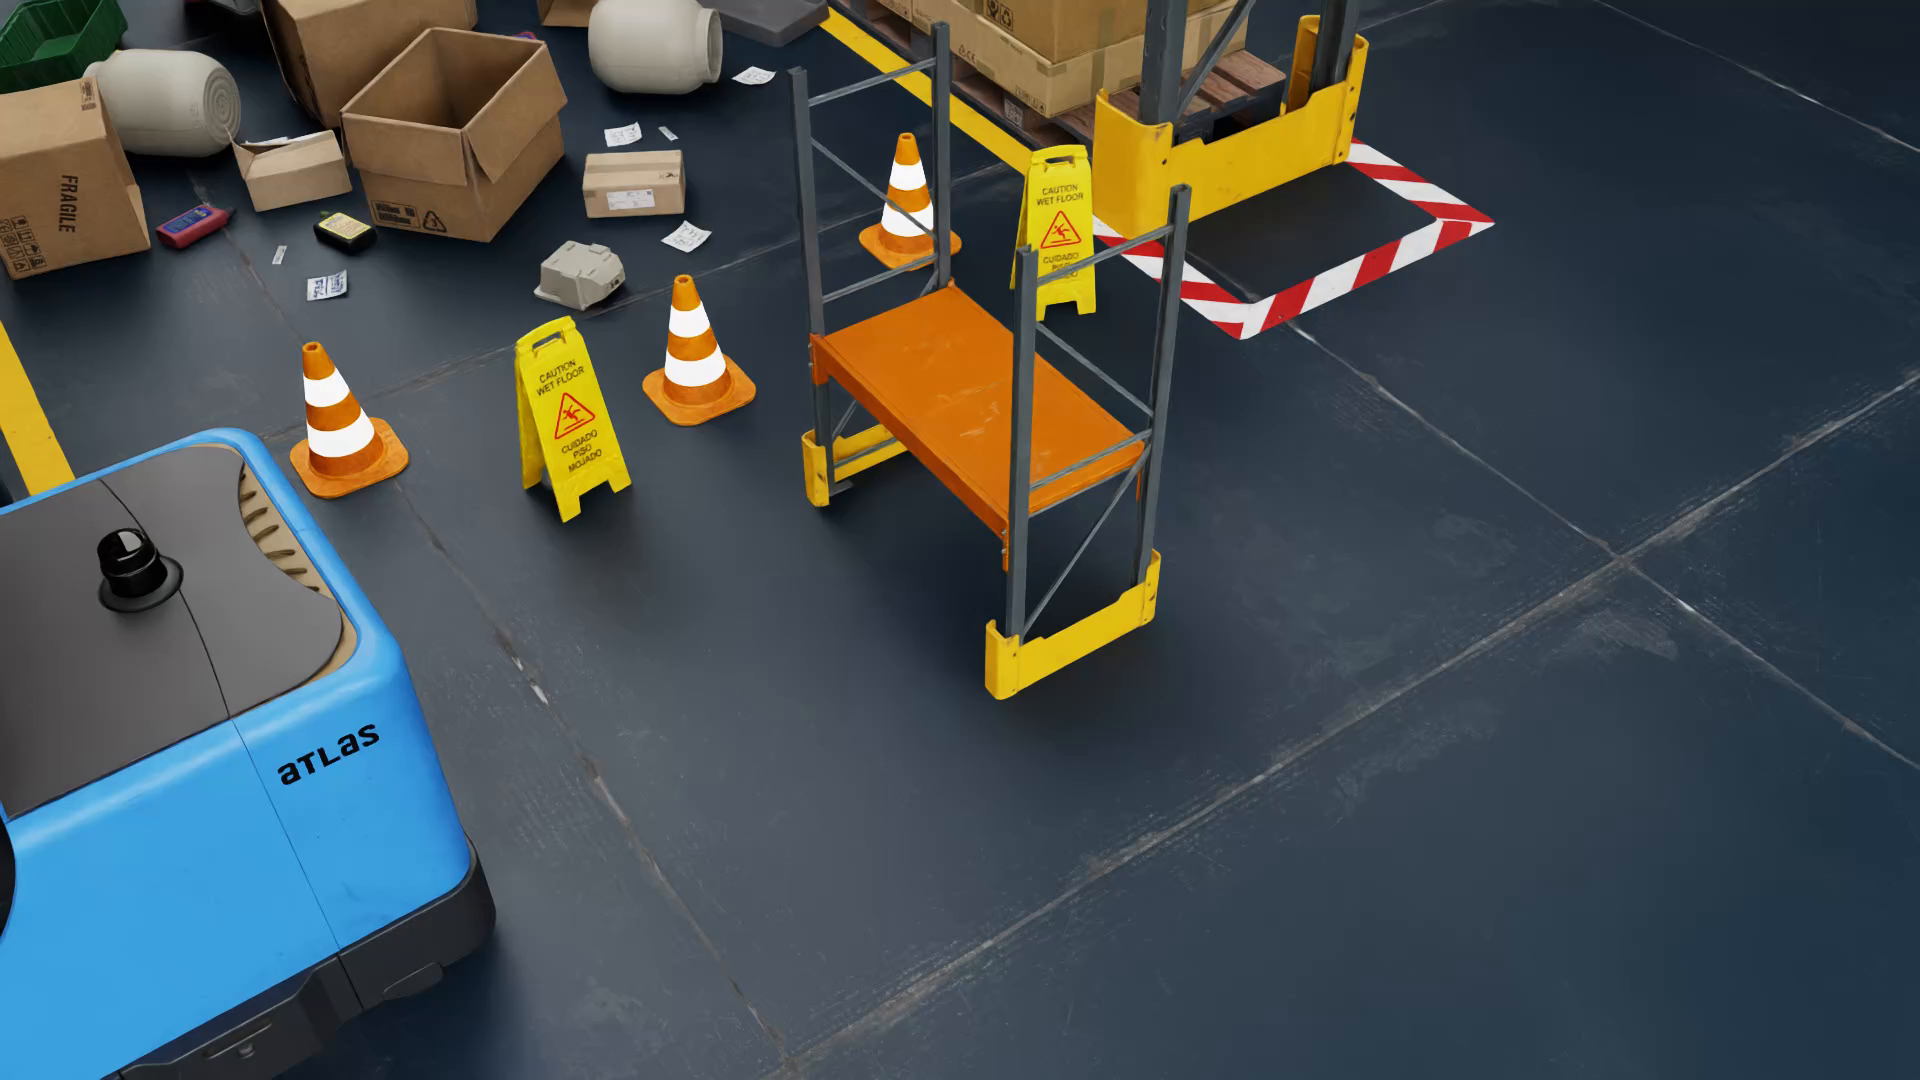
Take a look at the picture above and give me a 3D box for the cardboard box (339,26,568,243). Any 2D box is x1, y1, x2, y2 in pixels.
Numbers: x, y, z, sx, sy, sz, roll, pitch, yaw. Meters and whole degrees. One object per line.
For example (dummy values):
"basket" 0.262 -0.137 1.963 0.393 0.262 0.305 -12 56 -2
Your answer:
"cardboard box" -1.970 -1.599 6.560 0.637 0.503 0.797 11 45 11

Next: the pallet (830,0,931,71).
"pallet" -0.062 -2.706 7.931 1.003 0.211 1.213 -26 49 -24

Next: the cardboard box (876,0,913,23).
"cardboard box" -0.166 -2.606 7.495 0.500 0.250 0.500 -27 50 -26

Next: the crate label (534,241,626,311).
"crate label" -1.409 -0.995 6.193 0.298 0.136 0.250 18 47 18

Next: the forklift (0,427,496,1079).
"forklift" -2.645 0.293 2.821 3.031 2.935 1.130 -27 50 -26

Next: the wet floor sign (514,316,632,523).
"wet floor sign" -1.250 -0.408 5.211 0.267 0.644 0.232 -35 53 -31

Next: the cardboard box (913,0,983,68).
"cardboard box" 0.138 -2.312 7.187 0.500 0.250 0.500 -26 49 -24

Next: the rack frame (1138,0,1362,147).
"rack frame" 1.111 -2.507 5.704 1.000 3.000 0.127 -26 49 -24

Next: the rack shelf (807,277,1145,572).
"rack shelf" 0.049 -0.364 4.806 0.538 0.185 1.000 -26 49 -24

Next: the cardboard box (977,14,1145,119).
"cardboard box" 0.414 -2.029 6.891 0.500 0.250 0.500 -26 49 -25

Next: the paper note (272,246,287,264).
"paper note" -2.615 -1.096 6.390 0.032 0.001 0.123 -3 44 -4

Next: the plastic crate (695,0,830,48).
"plastic crate" -0.951 -2.503 7.814 0.583 0.080 0.402 26 49 25

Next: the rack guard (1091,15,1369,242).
"rack guard" 1.068 -1.646 6.612 1.175 0.500 0.348 -26 49 -24

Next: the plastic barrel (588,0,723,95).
"plastic barrel" -1.312 -2.147 7.192 0.512 0.421 0.421 4 44 4

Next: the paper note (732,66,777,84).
"paper note" -0.912 -2.067 7.393 0.148 0.019 0.142 26 49 25

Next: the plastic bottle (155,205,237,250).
"plastic bottle" -2.982 -1.239 6.504 0.133 0.061 0.283 26 49 25

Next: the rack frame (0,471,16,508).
"rack frame" -2.891 -0.494 3.595 1.000 3.000 0.127 -26 49 -24

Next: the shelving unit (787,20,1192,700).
"shelving unit" 0.044 -0.499 4.687 0.587 1.500 1.083 -26 49 -24

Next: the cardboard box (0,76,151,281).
"cardboard box" -3.449 -1.383 6.334 0.500 0.500 0.500 -18 46 -18

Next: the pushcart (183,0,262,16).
"pushcart" -3.019 -2.895 8.009 0.936 0.377 1.648 26 49 25

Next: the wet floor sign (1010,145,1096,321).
"wet floor sign" 0.342 -1.125 5.961 0.267 0.644 0.232 -10 45 -11

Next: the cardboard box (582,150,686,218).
"cardboard box" -1.295 -1.420 6.629 0.380 0.149 0.250 -3 44 -4

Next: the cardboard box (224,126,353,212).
"cardboard box" -2.685 -1.525 6.655 0.396 0.266 0.258 -18 46 -18

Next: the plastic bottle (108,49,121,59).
"plastic bottle" -3.783 -2.137 7.444 0.283 0.061 0.133 18 47 18

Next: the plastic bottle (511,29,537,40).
"plastic bottle" -1.977 -2.238 7.550 0.133 0.061 0.283 -18 46 -18

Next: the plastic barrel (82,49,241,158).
"plastic barrel" -3.272 -1.791 6.820 0.512 0.421 0.421 4 44 4

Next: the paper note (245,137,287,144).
"paper note" -2.901 -1.637 6.948 0.172 0.023 0.155 -10 45 -11

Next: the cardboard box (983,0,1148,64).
"cardboard box" 0.439 -2.286 6.617 0.500 0.500 0.500 -25 49 -24

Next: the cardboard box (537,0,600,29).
"cardboard box" -1.680 -2.725 7.740 0.500 0.500 0.500 4 44 4

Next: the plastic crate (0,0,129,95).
"plastic crate" -4.005 -2.182 7.359 0.450 0.188 0.662 -11 44 3

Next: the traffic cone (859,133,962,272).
"traffic cone" -0.193 -1.323 6.301 0.336 0.463 0.334 -26 49 -24

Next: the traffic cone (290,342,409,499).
"traffic cone" -2.030 -0.438 5.374 0.336 0.463 0.334 -26 49 -24

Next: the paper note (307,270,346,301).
"paper note" -2.372 -0.955 6.229 0.144 0.017 0.142 -10 45 -11

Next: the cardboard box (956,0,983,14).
"cardboard box" 0.138 -2.580 6.925 0.500 0.500 0.500 -24 49 -23

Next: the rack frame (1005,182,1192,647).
"rack frame" 0.340 -0.206 4.380 0.500 1.500 0.032 -26 49 -24

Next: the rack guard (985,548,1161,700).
"rack guard" 0.329 0.235 4.823 0.587 0.250 0.087 -26 49 -24

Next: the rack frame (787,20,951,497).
"rack frame" -0.242 -0.782 4.983 0.500 1.500 0.032 -26 49 -24

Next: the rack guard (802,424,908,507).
"rack guard" -0.241 -0.329 5.414 0.587 0.250 0.087 -26 49 -24

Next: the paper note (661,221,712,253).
"paper note" -1.062 -1.182 6.466 0.142 0.019 0.148 26 49 25

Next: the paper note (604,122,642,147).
"paper note" -1.425 -1.718 7.036 0.148 0.019 0.142 -10 45 -11

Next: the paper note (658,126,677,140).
"paper note" -1.239 -1.725 7.049 0.032 0.001 0.123 -26 49 -24

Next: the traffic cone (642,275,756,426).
"traffic cone" -0.909 -0.692 5.640 0.336 0.463 0.334 -26 49 -24

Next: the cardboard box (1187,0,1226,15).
"cardboard box" 0.863 -2.515 6.856 0.500 0.500 0.500 -27 50 -26

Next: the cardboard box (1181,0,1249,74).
"cardboard box" 0.877 -2.230 7.101 0.500 0.250 0.500 -26 49 -25

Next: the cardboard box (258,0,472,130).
"cardboard box" -2.512 -2.174 7.065 0.797 0.637 0.503 -26 49 -24

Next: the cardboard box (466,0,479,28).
"cardboard box" -2.471 -2.474 7.649 0.396 0.266 0.258 11 45 11

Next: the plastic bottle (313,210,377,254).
"plastic bottle" -2.413 -1.206 6.469 0.283 0.061 0.133 26 49 25

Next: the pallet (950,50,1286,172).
"pallet" 0.632 -2.015 7.208 1.003 0.211 1.213 -26 49 -24
